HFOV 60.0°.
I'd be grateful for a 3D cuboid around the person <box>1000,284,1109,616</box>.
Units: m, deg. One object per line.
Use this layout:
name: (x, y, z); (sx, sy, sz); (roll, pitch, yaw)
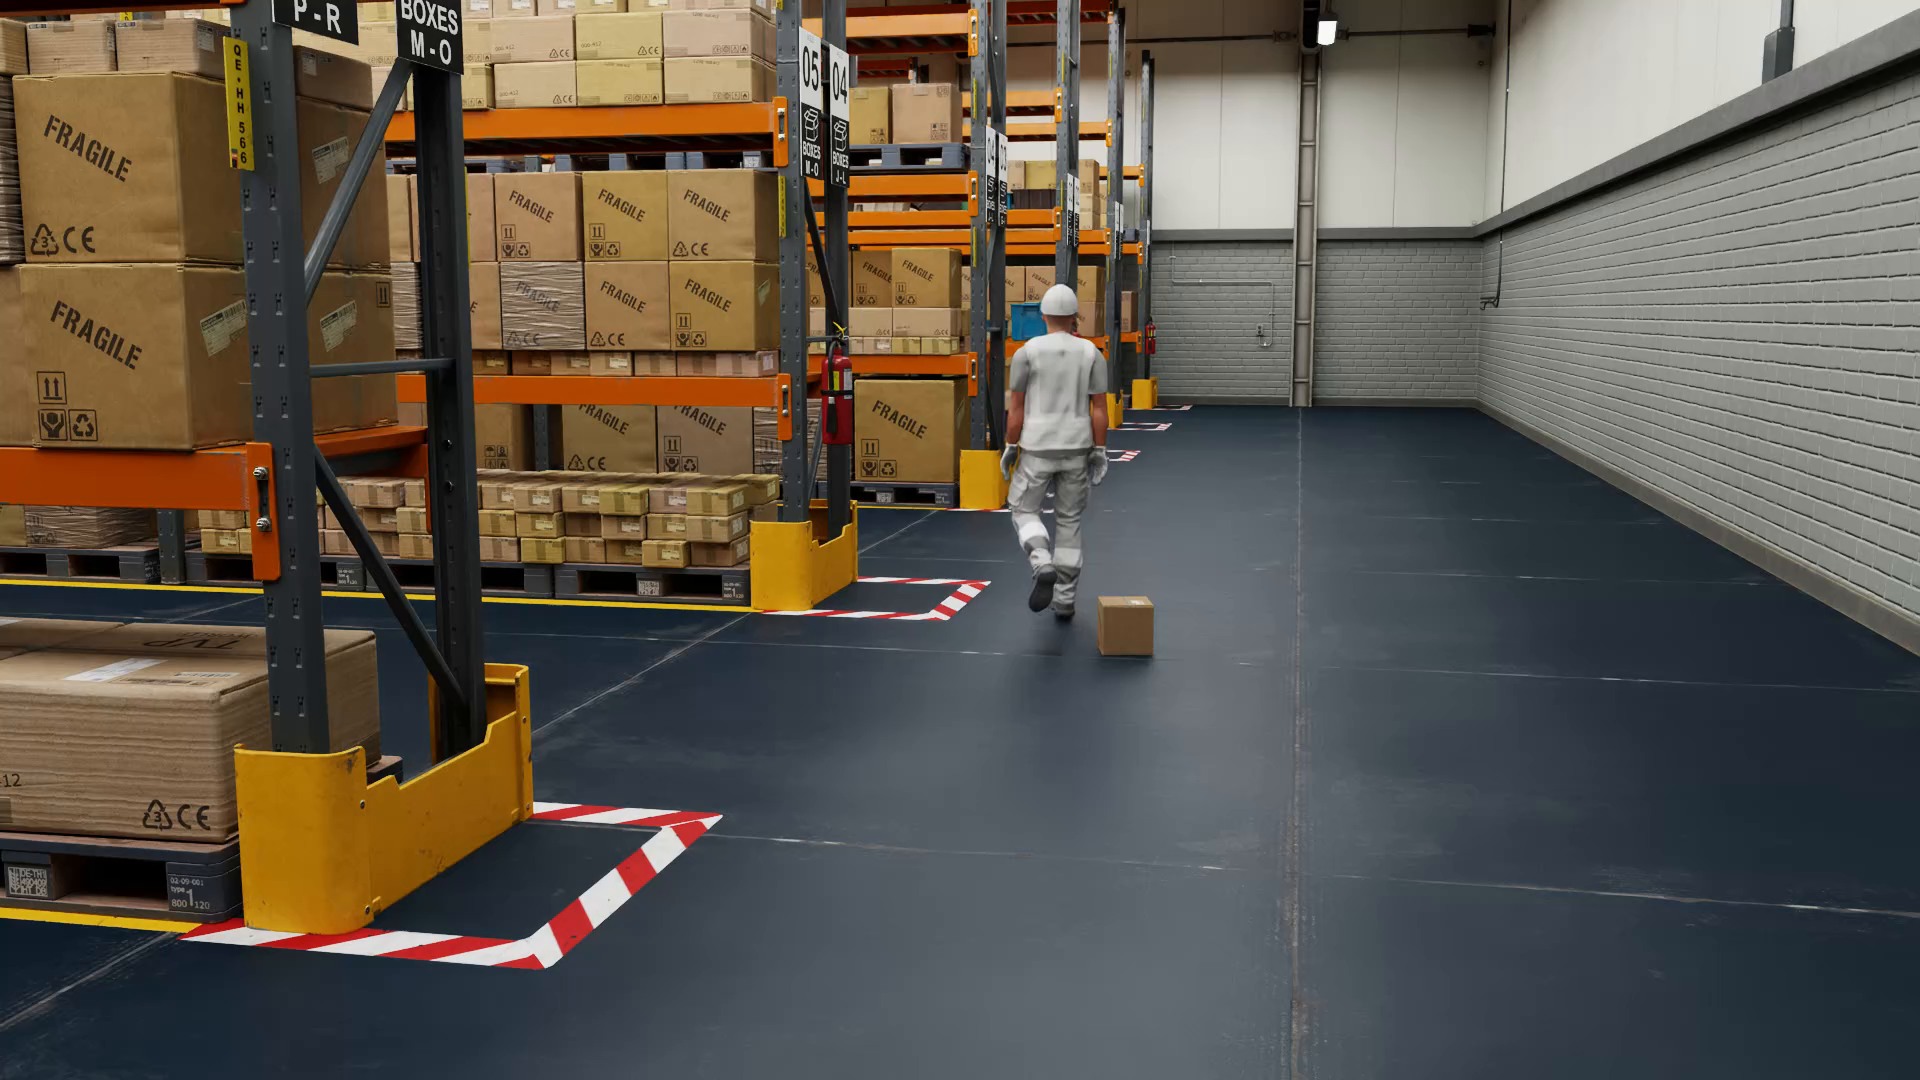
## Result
person: (0.507, -0.472, 8.914); (0.578, 1.779, 0.540); (-1, 8, -4)
